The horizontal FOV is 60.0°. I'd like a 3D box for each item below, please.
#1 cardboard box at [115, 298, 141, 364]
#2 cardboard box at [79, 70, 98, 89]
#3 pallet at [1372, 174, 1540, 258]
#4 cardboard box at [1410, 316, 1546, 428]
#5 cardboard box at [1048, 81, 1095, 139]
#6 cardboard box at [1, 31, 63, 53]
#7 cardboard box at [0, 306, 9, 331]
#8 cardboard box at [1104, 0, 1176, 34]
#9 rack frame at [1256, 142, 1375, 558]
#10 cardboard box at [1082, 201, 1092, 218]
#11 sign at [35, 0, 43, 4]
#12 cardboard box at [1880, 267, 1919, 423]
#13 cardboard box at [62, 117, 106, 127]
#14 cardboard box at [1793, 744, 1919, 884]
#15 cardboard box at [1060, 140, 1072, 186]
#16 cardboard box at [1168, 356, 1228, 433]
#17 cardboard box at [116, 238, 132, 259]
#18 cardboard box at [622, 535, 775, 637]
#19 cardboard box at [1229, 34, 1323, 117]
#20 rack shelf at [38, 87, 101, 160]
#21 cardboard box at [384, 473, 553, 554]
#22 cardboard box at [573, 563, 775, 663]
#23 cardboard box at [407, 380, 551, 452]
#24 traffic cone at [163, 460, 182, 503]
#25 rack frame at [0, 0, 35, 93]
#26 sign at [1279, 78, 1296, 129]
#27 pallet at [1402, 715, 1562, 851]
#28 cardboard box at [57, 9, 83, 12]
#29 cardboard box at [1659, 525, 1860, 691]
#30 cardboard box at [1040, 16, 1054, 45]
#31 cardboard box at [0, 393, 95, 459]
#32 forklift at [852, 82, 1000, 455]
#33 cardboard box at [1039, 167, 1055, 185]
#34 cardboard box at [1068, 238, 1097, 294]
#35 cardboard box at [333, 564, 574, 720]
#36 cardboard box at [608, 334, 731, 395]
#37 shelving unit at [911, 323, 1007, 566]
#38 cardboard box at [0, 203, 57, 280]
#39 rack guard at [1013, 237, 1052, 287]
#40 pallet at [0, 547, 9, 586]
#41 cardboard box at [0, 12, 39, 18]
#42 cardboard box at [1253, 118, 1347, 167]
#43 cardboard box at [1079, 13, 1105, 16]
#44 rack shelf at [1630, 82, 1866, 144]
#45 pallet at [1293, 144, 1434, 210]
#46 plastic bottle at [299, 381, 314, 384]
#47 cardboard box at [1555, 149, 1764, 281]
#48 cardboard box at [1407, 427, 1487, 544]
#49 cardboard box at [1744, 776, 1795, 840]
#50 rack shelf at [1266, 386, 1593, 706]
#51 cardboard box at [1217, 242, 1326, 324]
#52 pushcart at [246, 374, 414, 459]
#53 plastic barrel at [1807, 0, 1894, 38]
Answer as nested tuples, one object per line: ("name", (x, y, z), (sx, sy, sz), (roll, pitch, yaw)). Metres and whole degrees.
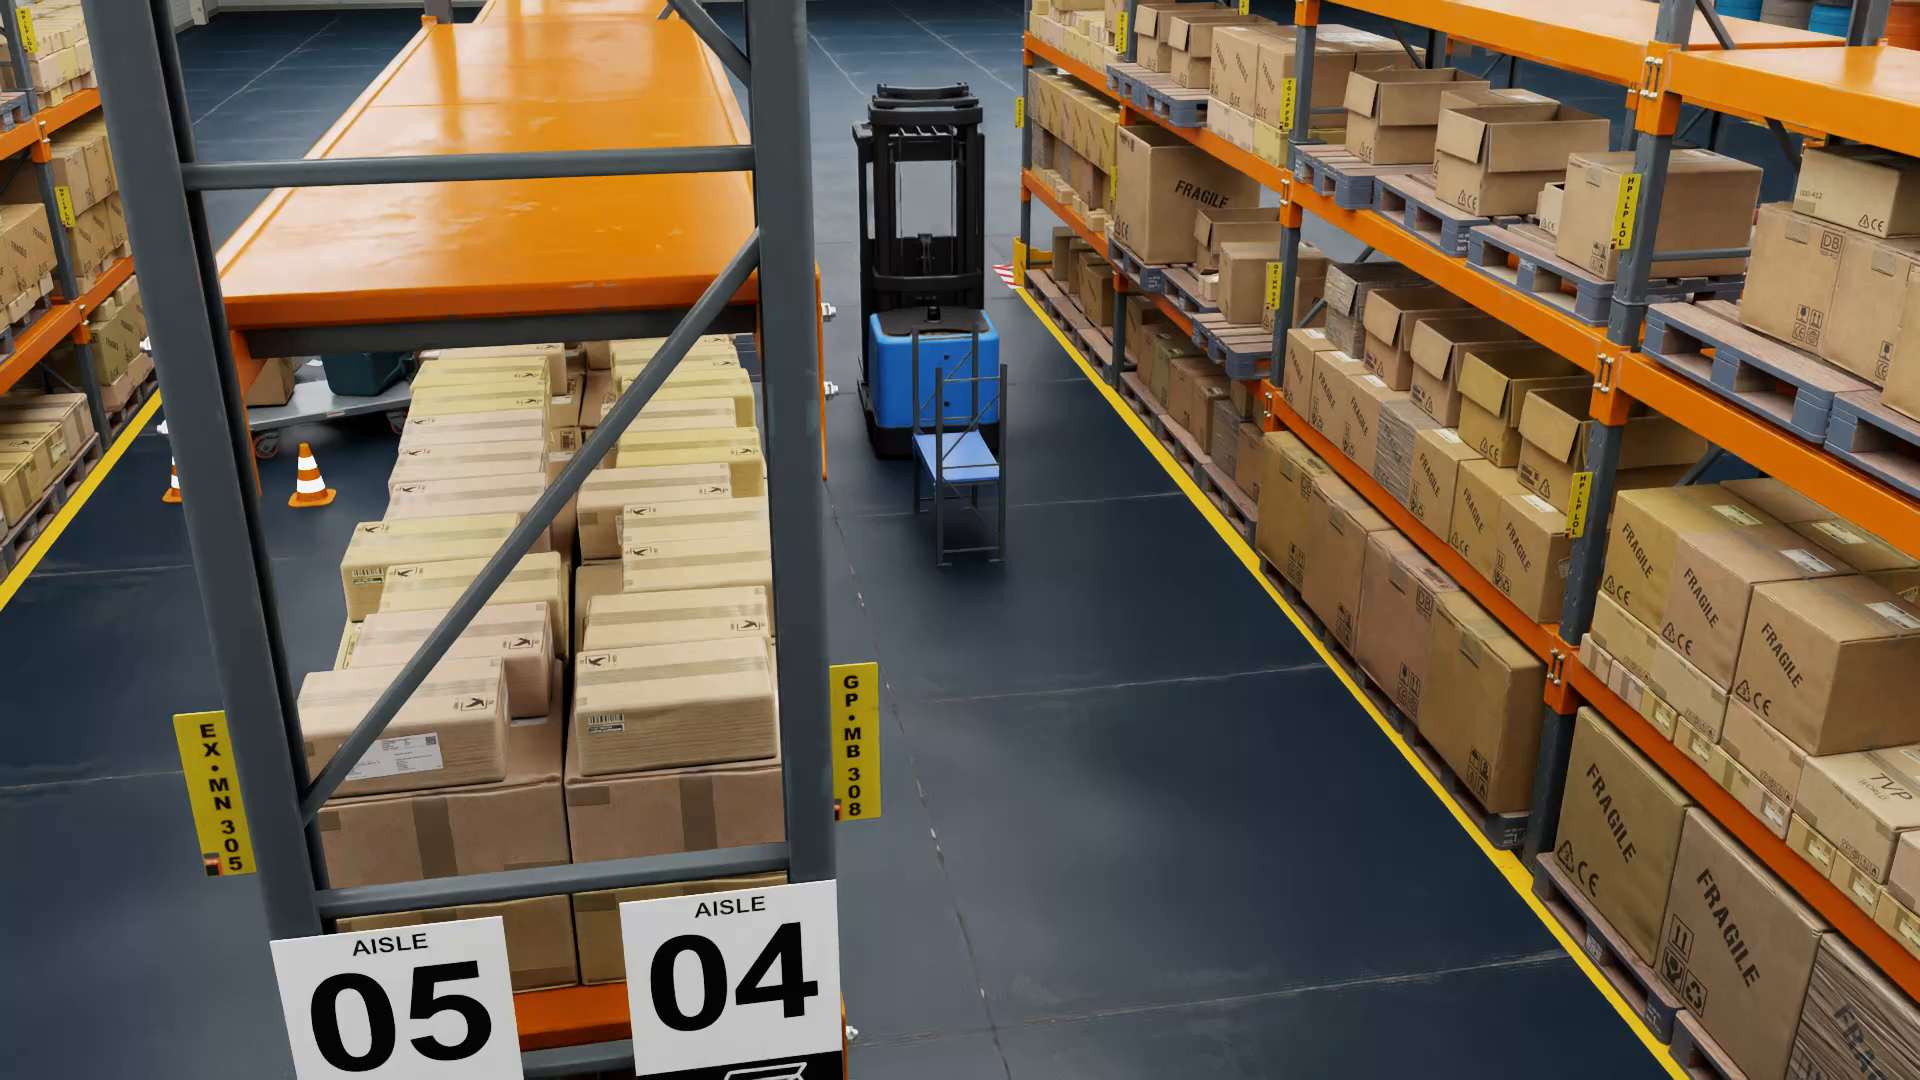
("cardboard box", (-7.750, -1.863, 14.984), (0.500, 0.500, 0.500), (-3, 24, -8))
("cardboard box", (-7.765, -4.039, 14.559), (0.380, 0.149, 0.250), (-5, 24, -11))
("pallet", (3.064, -1.884, 9.547), (1.003, 0.211, 1.213), (-3, 24, -7))
("cardboard box", (3.051, -0.982, 9.615), (0.797, 0.503, 0.637), (-4, 24, -8))
("cardboard box", (1.217, -4.442, 17.170), (0.500, 0.500, 0.500), (-4, 24, -10))
("cardboard box", (-7.650, -4.103, 13.709), (0.380, 0.149, 0.250), (-5, 24, -11))
("cardboard box", (-7.255, -1.618, 12.239), (0.380, 0.149, 0.250), (-4, 24, -10))
("cardboard box", (1.609, -4.803, 14.872), (0.500, 0.500, 0.500), (-5, 24, -11))
("rack frame", (2.683, -1.285, 11.688), (1.000, 3.000, 0.127), (-4, 24, -10))
("cardboard box", (1.432, -3.302, 16.618), (0.380, 0.149, 0.250), (-4, 24, -10))
("sign", (-9.069, -5.433, 16.346), (0.100, 0.325, 0.005), (-4, 24, -10))
("cardboard box", (3.679, -0.639, 5.686), (0.700, 0.500, 0.500), (-3, 24, -7))
("cardboard box", (-7.989, -3.555, 15.139), (0.700, 0.500, 0.500), (-4, 24, -10))
("cardboard box", (3.524, 1.019, 6.228), (0.500, 0.250, 0.500), (-4, 24, -10))
("cardboard box", (1.539, -4.008, 17.425), (0.875, 0.500, 0.500), (-4, 24, -10))
("cardboard box", (2.209, -1.263, 14.209), (0.700, 0.500, 0.500), (-6, 24, -14))
("cardboard box", (-7.766, -2.662, 15.153), (0.380, 0.149, 0.250), (-4, 24, -9))
("cardboard box", (-0.575, 0.113, 3.803), (0.380, 0.149, 0.250), (-4, 24, -10))
("cardboard box", (2.243, -3.305, 11.814), (0.500, 0.500, 0.500), (-4, 24, -10))
("rack shelf", (-8.166, -3.957, 14.955), (1.077, 0.370, 4.000), (-4, 24, -10))
("cardboard box", (-1.221, -0.043, 4.160), (0.380, 0.149, 0.250), (-5, 24, -11))
("cardboard box", (-0.654, 0.257, 3.972), (0.500, 0.250, 0.500), (-5, 24, -10))
("cardboard box", (-1.398, -0.347, 4.857), (0.380, 0.149, 0.250), (-5, 24, -11))
("traffic cone", (-6.191, -0.578, 13.239), (0.336, 0.463, 0.334), (-4, 24, -10))
("rack frame", (-7.796, -4.874, 12.410), (1.000, 3.000, 0.127), (-4, 24, -10))
("sign", (2.149, -2.857, 10.894), (0.100, 0.325, 0.005), (-4, 24, -10))
("pallet", (3.206, 1.268, 9.325), (1.003, 0.211, 1.213), (-4, 24, -10))
("cardboard box", (-8.073, -4.809, 15.325), (0.380, 0.149, 0.250), (-4, 24, -10))
("cardboard box", (3.343, 0.278, 6.986), (0.500, 0.500, 0.500), (-4, 24, -10))
("cardboard box", (1.140, -5.327, 17.381), (0.500, 0.250, 0.500), (-5, 24, -11))
("cardboard box", (-7.696, -0.907, 13.581), (0.950, 0.372, 0.625), (-4, 24, -9))
("forklift", (-0.362, -2.613, 14.813), (1.130, 2.935, 3.031), (-3, 24, -7))
("cardboard box", (1.081, -3.988, 18.189), (0.380, 0.149, 0.250), (-4, 24, -10))
("cardboard box", (1.447, -2.999, 18.211), (0.500, 0.500, 0.500), (2, 24, 4))
("cardboard box", (-1.162, 0.290, 3.895), (0.500, 0.250, 0.500), (-5, 24, -11))
("cardboard box", (-0.943, -0.590, 5.413), (0.380, 0.149, 0.250), (-5, 24, -12))
("shelving unit", (-0.016, -0.721, 12.269), (0.538, 1.500, 1.048), (-4, 24, -10))
("cardboard box", (-7.485, -2.335, 13.070), (0.500, 0.500, 0.500), (-5, 24, -11))
("rack guard", (1.218, -3.257, 19.324), (1.175, 0.500, 0.348), (-4, 24, -10))
("pallet", (-7.199, 0.419, 11.270), (1.003, 0.211, 1.213), (-4, 24, -10))
("cardboard box", (-8.541, -4.664, 14.994), (0.380, 0.149, 0.250), (-4, 24, -8))
("cardboard box", (2.354, -2.760, 11.504), (0.500, 0.250, 0.500), (-4, 24, -10))
("cardboard box", (1.387, -5.084, 16.327), (0.380, 0.149, 0.250), (-5, 24, -12))
("rack shelf", (7.181, -3.483, 13.872), (1.077, 0.370, 4.000), (-4, 24, -10))
("pallet", (2.854, -2.324, 10.554), (1.213, 0.211, 1.003), (-3, 24, -7))
("plastic bottle", (-6.191, -1.425, 15.679), (0.133, 0.061, 0.283), (0, 24, -1))
("cardboard box", (3.306, -1.552, 7.901), (0.700, 0.500, 0.500), (-4, 24, -8))
("cardboard box", (2.880, -0.322, 9.356), (0.500, 0.500, 0.500), (-5, 24, -10))
("cardboard box", (3.391, 1.054, 6.645), (0.380, 0.149, 0.250), (-4, 24, -9))
("rack shelf", (3.053, -0.169, 10.030), (1.077, 0.370, 4.000), (-4, 24, -10))
("cardboard box", (2.342, -1.945, 12.549), (0.700, 0.500, 0.500), (-1, 24, -2))
("pushcart", (-5.564, -1.112, 14.567), (1.648, 0.377, 0.936), (-13, 27, -28))
("plastic barrel", (7.360, -4.131, 13.829), (0.600, 0.901, 0.708), (-4, 24, -10))
